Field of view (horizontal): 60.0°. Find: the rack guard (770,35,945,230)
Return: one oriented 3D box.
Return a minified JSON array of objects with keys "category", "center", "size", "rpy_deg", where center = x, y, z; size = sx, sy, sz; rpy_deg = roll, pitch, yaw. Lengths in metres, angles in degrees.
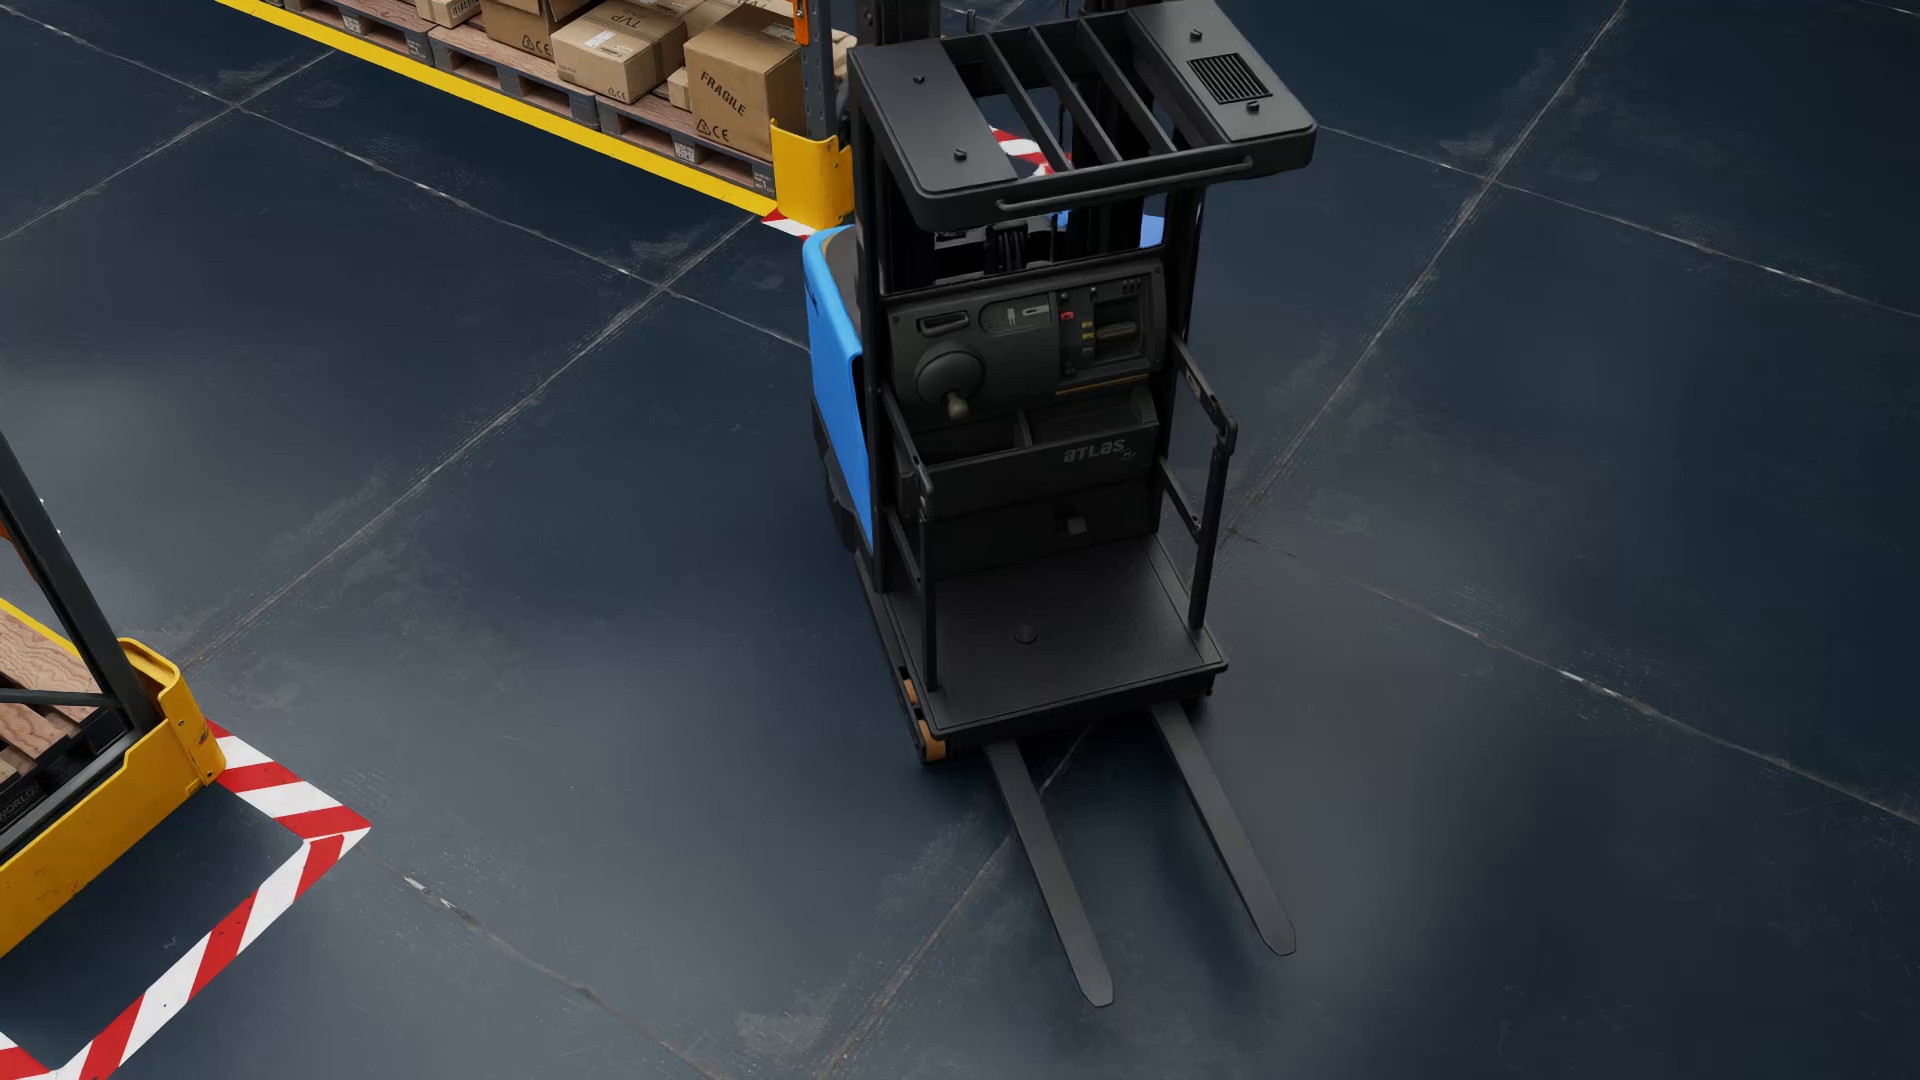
[{"category":"rack guard","center":[-0.480,-2.108,8.450],"size":[0.348,0.500,1.175],"rpy_deg":[25,51,22]}]

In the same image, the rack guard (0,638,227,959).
[{"category":"rack guard","center":[-3.067,0.912,5.515],"size":[0.348,0.500,1.175],"rpy_deg":[25,51,22]}]

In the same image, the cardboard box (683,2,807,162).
[{"category":"cardboard box","center":[-1.007,-2.294,8.324],"size":[0.500,0.500,0.500],"rpy_deg":[25,51,22]}]

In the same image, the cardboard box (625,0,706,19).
[{"category":"cardboard box","center":[-1.563,-2.914,9.100],"size":[0.500,0.250,0.500],"rpy_deg":[25,51,22]}]

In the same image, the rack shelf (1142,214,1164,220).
[{"category":"rack shelf","center":[0.474,-1.236,7.156],"size":[1.000,0.185,0.538],"rpy_deg":[11,47,10]}]

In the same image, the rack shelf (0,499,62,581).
[{"category":"rack shelf","center":[-4.777,-0.485,5.631],"size":[4.000,0.370,1.077],"rpy_deg":[25,51,22]}]

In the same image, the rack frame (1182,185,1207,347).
[{"category":"rack frame","center":[0.965,-1.267,6.935],"size":[0.032,1.500,0.500],"rpy_deg":[11,47,10]}]

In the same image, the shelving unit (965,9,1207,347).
[{"category":"shelving unit","center":[0.474,-1.362,7.027],"size":[1.048,1.500,0.538],"rpy_deg":[11,47,10]}]

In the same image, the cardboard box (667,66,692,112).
[{"category":"cardboard box","center":[-1.299,-2.389,8.648],"size":[0.250,0.166,0.380],"rpy_deg":[25,51,22]}]

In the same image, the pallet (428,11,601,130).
[{"category":"pallet","center":[-2.175,-2.788,9.312],"size":[1.213,0.211,1.003],"rpy_deg":[25,51,22]}]

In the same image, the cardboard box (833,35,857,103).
[{"category":"cardboard box","center":[-0.583,-2.479,8.749],"size":[0.250,0.149,0.380],"rpy_deg":[25,51,22]}]

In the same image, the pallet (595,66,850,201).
[{"category":"pallet","center":[-1.152,-2.315,8.853],"size":[1.213,0.211,1.003],"rpy_deg":[25,51,22]}]

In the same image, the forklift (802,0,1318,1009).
[{"category":"forklift","center":[0.291,-0.550,5.241],"size":[1.130,2.935,3.031],"rpy_deg":[-12,47,-12]}]

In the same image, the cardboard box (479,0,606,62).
[{"category":"cardboard box","center":[-2.199,-3.057,9.063],"size":[0.637,0.503,0.797],"rpy_deg":[25,51,22]}]

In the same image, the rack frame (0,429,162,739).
[{"category":"rack frame","center":[-3.094,0.039,4.620],"size":[0.127,3.000,1.000],"rpy_deg":[25,51,22]}]

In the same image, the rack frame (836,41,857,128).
[{"category":"rack frame","center":[-0.415,-2.952,7.527],"size":[0.053,2.616,0.949],"rpy_deg":[25,51,22]}]

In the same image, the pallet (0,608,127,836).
[{"category":"pallet","center":[-3.767,0.668,5.954],"size":[1.213,0.211,1.003],"rpy_deg":[25,51,22]}]

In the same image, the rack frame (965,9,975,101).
[{"category":"rack frame","center":[-0.017,-1.457,7.120],"size":[0.032,1.500,0.500],"rpy_deg":[11,47,10]}]

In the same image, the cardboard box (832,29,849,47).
[{"category":"cardboard box","center":[-0.794,-2.582,8.836],"size":[0.250,0.166,0.380],"rpy_deg":[25,51,22]}]

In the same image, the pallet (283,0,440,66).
[{"category":"pallet","center":[-3.206,-3.260,9.771],"size":[1.213,0.211,1.003],"rpy_deg":[25,51,22]}]
